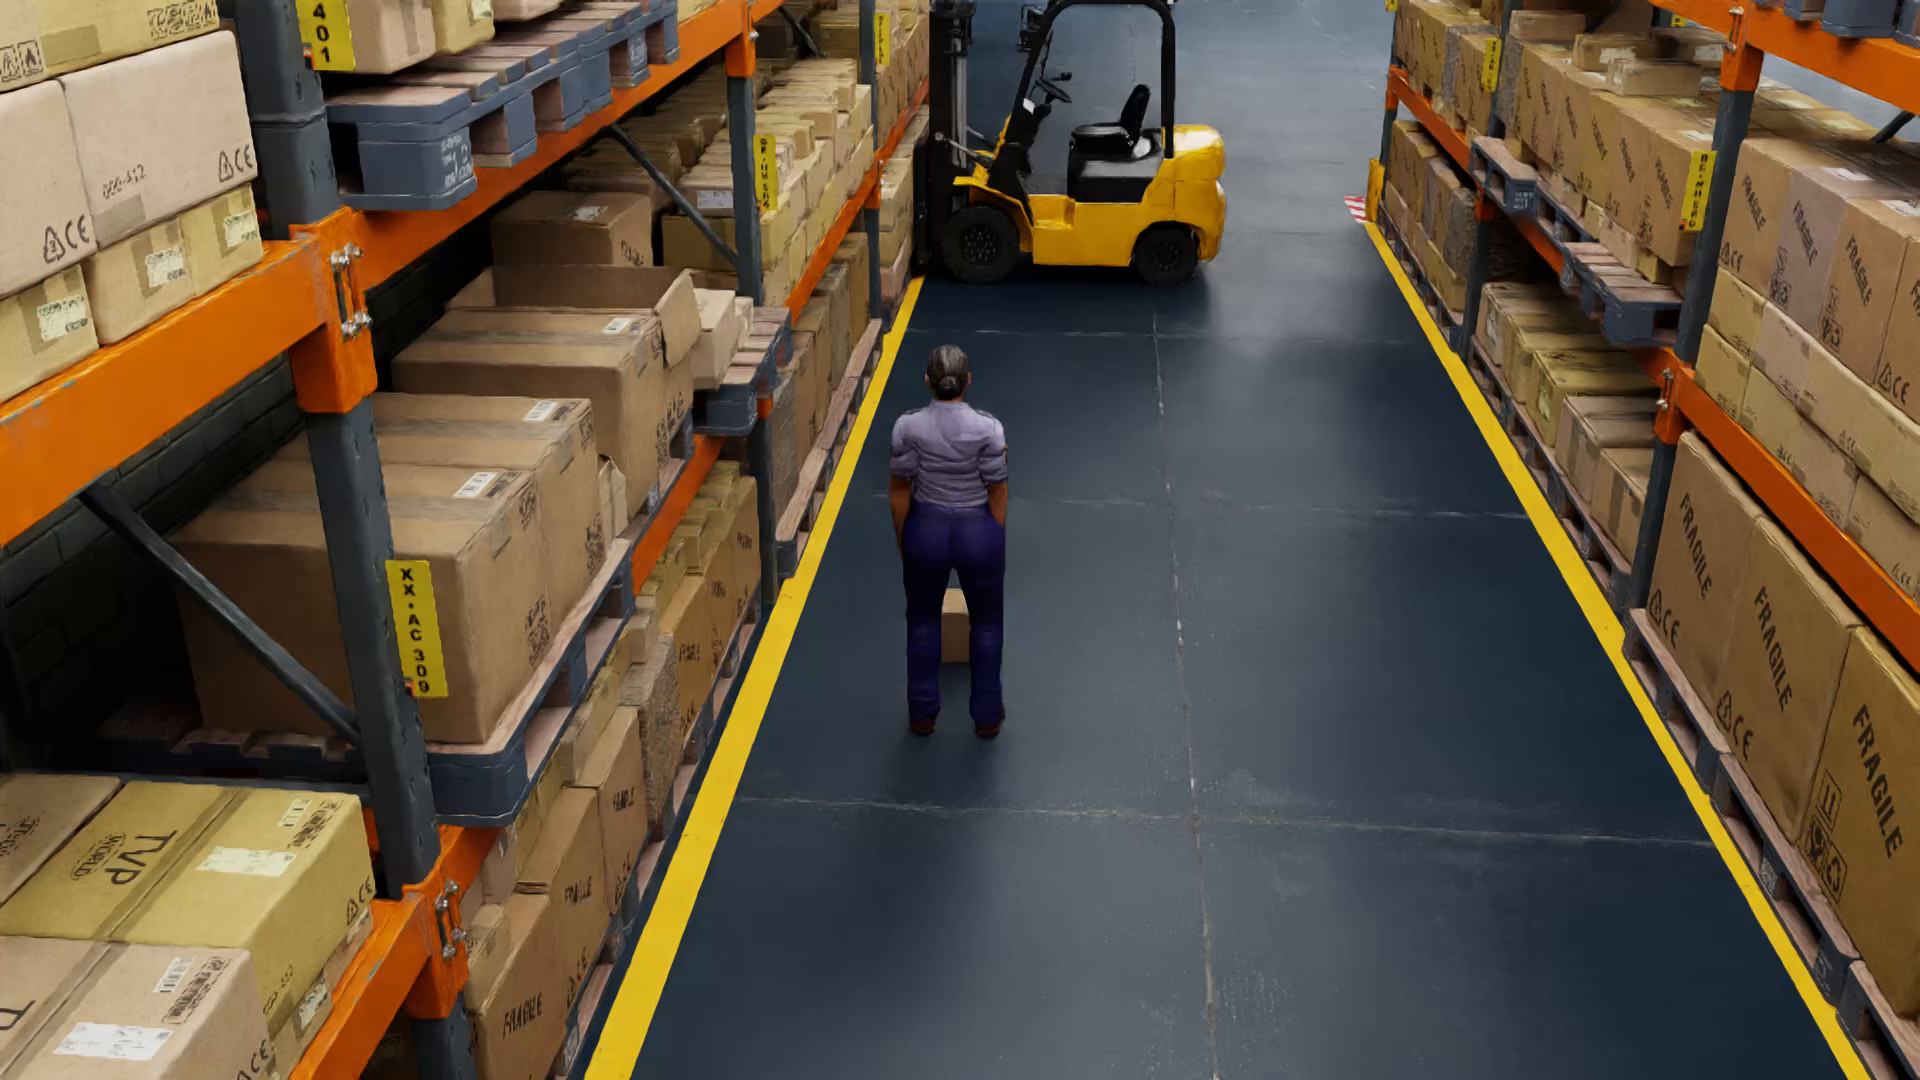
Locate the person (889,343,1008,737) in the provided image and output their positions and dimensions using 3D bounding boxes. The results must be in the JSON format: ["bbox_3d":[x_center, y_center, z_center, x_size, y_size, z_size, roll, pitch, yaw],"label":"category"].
[{"bbox_3d":[-0.043,0.009,6.614,0.471,1.644,0.341,2,25,5],"label":"person"}]
